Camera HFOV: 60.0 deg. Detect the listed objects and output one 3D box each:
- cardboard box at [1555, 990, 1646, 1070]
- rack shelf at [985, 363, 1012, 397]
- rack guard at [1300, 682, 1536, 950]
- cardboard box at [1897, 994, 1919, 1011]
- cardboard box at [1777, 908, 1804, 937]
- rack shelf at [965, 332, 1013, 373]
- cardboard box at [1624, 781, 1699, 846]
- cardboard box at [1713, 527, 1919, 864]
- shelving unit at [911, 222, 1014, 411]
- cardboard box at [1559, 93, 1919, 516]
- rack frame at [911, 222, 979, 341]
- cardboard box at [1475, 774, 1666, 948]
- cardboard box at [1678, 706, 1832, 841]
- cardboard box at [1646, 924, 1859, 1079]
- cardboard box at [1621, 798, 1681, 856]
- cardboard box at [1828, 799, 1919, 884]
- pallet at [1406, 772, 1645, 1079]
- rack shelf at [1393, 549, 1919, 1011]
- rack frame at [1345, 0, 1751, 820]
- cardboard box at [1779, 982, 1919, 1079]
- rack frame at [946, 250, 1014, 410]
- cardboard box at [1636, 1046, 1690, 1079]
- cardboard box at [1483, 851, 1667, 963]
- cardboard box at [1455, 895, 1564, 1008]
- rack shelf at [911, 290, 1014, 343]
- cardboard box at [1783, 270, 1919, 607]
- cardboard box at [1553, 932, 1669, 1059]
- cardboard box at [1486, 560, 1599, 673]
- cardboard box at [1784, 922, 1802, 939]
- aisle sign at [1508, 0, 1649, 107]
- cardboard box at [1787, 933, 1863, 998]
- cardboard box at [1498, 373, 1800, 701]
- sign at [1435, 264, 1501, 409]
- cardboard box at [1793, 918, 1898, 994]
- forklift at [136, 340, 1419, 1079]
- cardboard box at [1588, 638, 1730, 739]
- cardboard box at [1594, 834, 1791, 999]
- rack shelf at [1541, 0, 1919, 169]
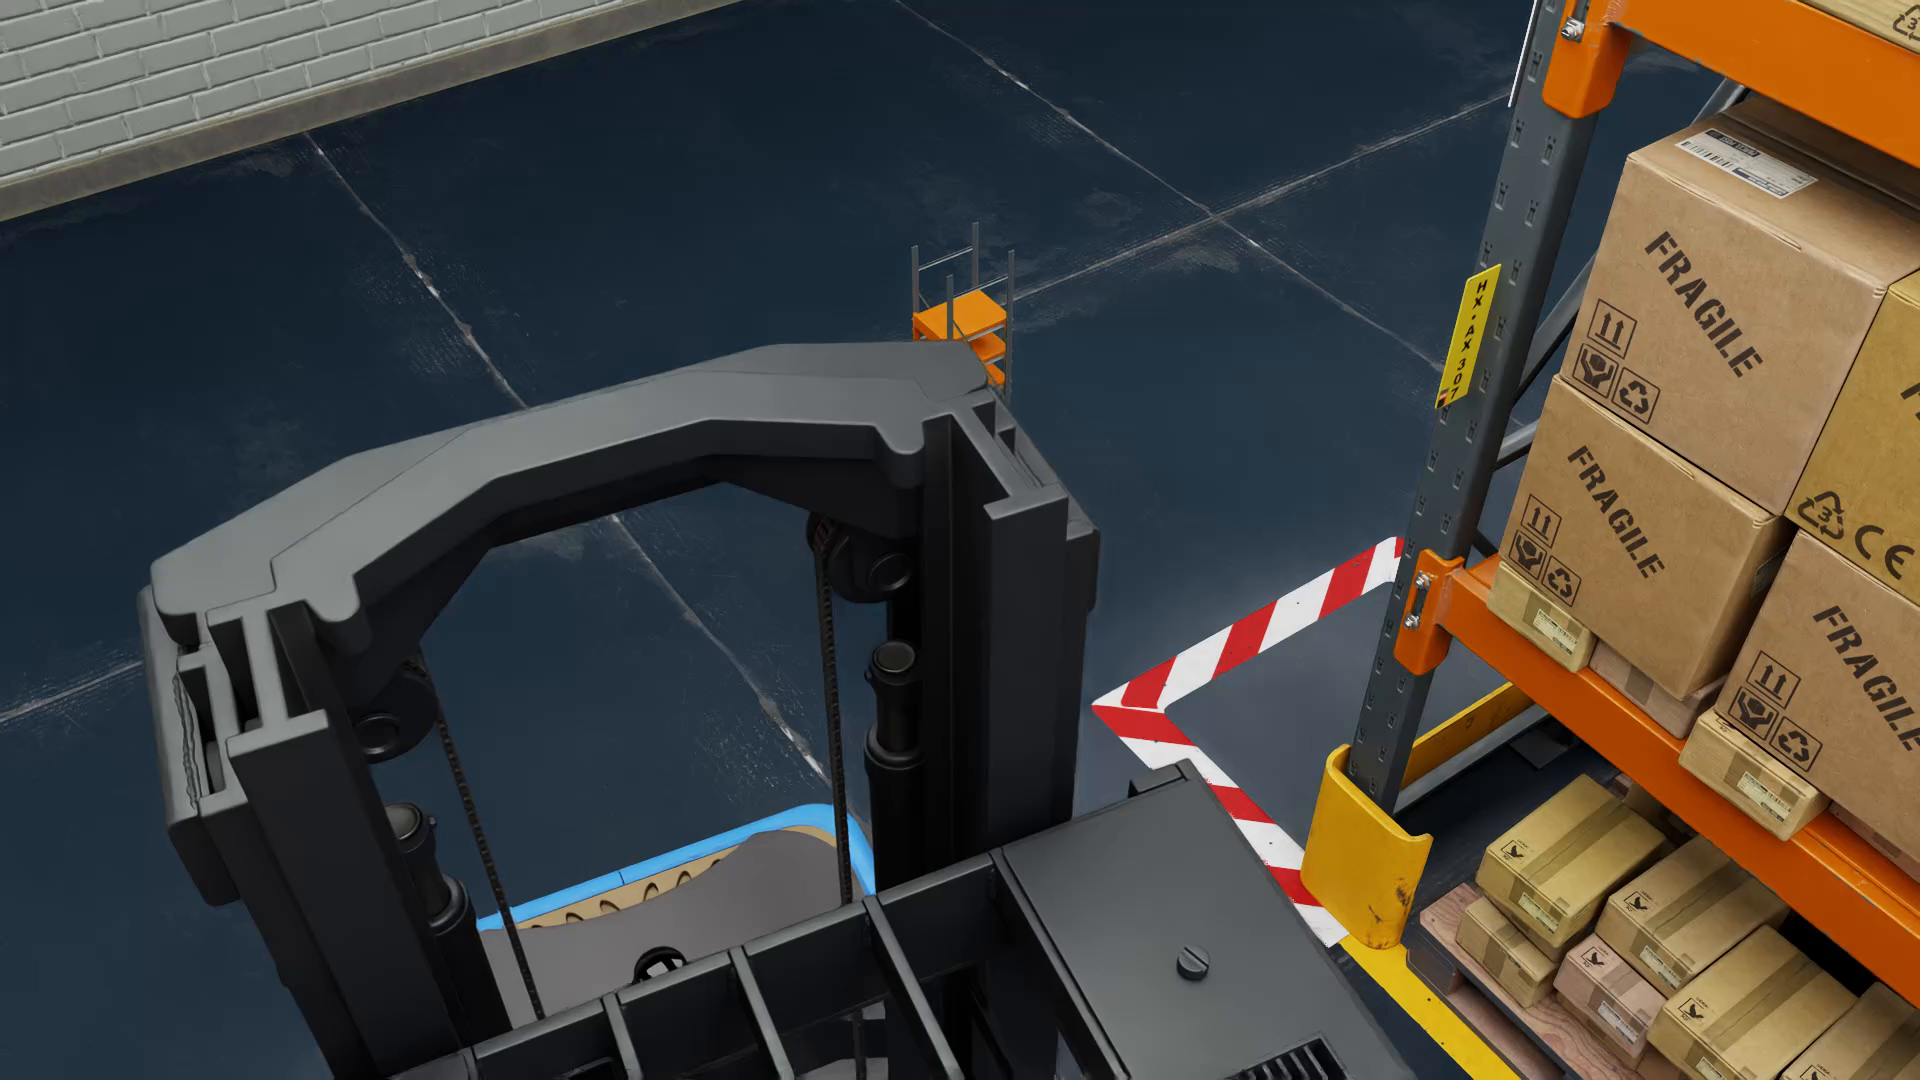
[{"bbox_3d":[1.732,1.107,4.178,0.380,0.149,0.250,-26,49,-25],"label":"cardboard box"},{"bbox_3d":[0.008,-0.480,5.275,0.258,0.103,0.180,-26,49,-24],"label":"rack shelf"},{"bbox_3d":[1.521,0.636,4.722,1.175,0.500,0.348,-26,49,-24],"label":"rack guard"},{"bbox_3d":[2.382,1.133,3.936,0.380,0.149,0.250,-26,50,-25],"label":"cardboard box"},{"bbox_3d":[2.119,0.816,4.268,0.380,0.149,0.250,-27,50,-25],"label":"cardboard box"},{"bbox_3d":[0.008,-0.567,5.192,0.258,0.103,0.180,-26,49,-24],"label":"rack shelf"},{"bbox_3d":[2.014,0.647,4.445,0.380,0.149,0.250,-27,50,-25],"label":"cardboard box"},{"bbox_3d":[1.835,0.201,3.079,0.500,0.500,0.500,-26,49,-24],"label":"cardboard box"},{"bbox_3d":[0.008,-0.426,5.327,0.258,1.200,0.189,-26,49,-24],"label":"shelving unit"},{"bbox_3d":[1.517,-0.458,3.045,0.500,0.500,0.500,-26,49,-25],"label":"cardboard box"},{"bbox_3d":[-0.044,-0.478,5.381,0.240,1.200,0.006,-26,49,-24],"label":"rack frame"},{"bbox_3d":[1.499,0.784,4.086,0.380,0.149,0.250,-28,50,-26],"label":"cardboard box"},{"bbox_3d":[1.684,0.394,3.347,0.380,0.149,0.250,-27,50,-26],"label":"cardboard box"},{"bbox_3d":[1.794,1.086,3.770,0.380,0.149,0.250,-26,49,-25],"label":"cardboard box"},{"bbox_3d":[1.950,0.784,4.517,0.380,0.149,0.250,-25,49,-24],"label":"cardboard box"},{"bbox_3d":[1.945,0.487,3.250,0.380,0.149,0.250,-23,48,-23],"label":"cardboard box"},{"bbox_3d":[1.957,1.215,4.325,1.003,0.211,1.213,-26,49,-24],"label":"pallet"},{"bbox_3d":[2.622,1.082,2.966,1.077,0.370,4.000,-26,49,-24],"label":"rack shelf"},{"bbox_3d":[1.478,-0.311,3.904,1.000,3.000,0.127,-26,49,-24],"label":"rack frame"},{"bbox_3d":[2.004,1.193,3.657,0.380,0.149,0.250,-28,50,-26],"label":"cardboard box"},{"bbox_3d":[0.061,-0.374,5.273,0.240,1.200,0.006,-26,49,-24],"label":"rack frame"},{"bbox_3d":[1.880,1.245,4.034,0.380,0.149,0.250,-25,49,-24],"label":"cardboard box"},{"bbox_3d":[1.567,0.859,4.223,0.380,0.149,0.250,-24,49,-23],"label":"cardboard box"},{"bbox_3d":[1.515,0.991,4.300,0.380,0.149,0.250,-25,49,-24],"label":"cardboard box"},{"bbox_3d":[0.008,-0.654,5.109,0.258,0.103,0.180,-26,49,-24],"label":"rack shelf"},{"bbox_3d":[1.811,-0.174,2.748,0.500,0.500,0.500,-24,49,-23],"label":"cardboard box"},{"bbox_3d":[1.677,1.036,4.038,0.380,0.149,0.250,-26,49,-25],"label":"cardboard box"},{"bbox_3d":[1.394,0.093,3.663,0.380,0.149,0.250,-26,49,-25],"label":"cardboard box"},{"bbox_3d":[2.180,0.889,4.407,0.380,0.149,0.250,-24,49,-23],"label":"cardboard box"},{"bbox_3d":[1.190,-1.174,2.925,0.394,0.787,0.004,-26,49,-24],"label":"aisle sign"},{"bbox_3d":[2.261,1.073,4.214,0.380,0.149,0.250,-26,49,-25],"label":"cardboard box"},{"bbox_3d":[1.508,-0.092,3.386,0.500,0.500,0.500,-23,48,-23],"label":"cardboard box"},{"bbox_3d":[1.033,-0.410,3.380,0.100,0.325,0.005,-26,49,-24],"label":"sign"},{"bbox_3d":[2.313,0.940,4.138,0.380,0.149,0.250,-28,50,-26],"label":"cardboard box"},{"bbox_3d":[-0.103,1.335,2.229,1.130,2.935,3.031,-17,46,-17],"label":"forklift"},{"bbox_3d":[1.574,0.220,3.529,0.380,0.149,0.250,-24,49,-23],"label":"cardboard box"},{"bbox_3d":[1.755,0.892,3.973,0.380,0.149,0.250,-25,49,-24],"label":"cardboard box"},{"bbox_3d":[2.622,-0.003,1.930,1.077,0.370,4.000,-26,49,-24],"label":"rack shelf"}]
